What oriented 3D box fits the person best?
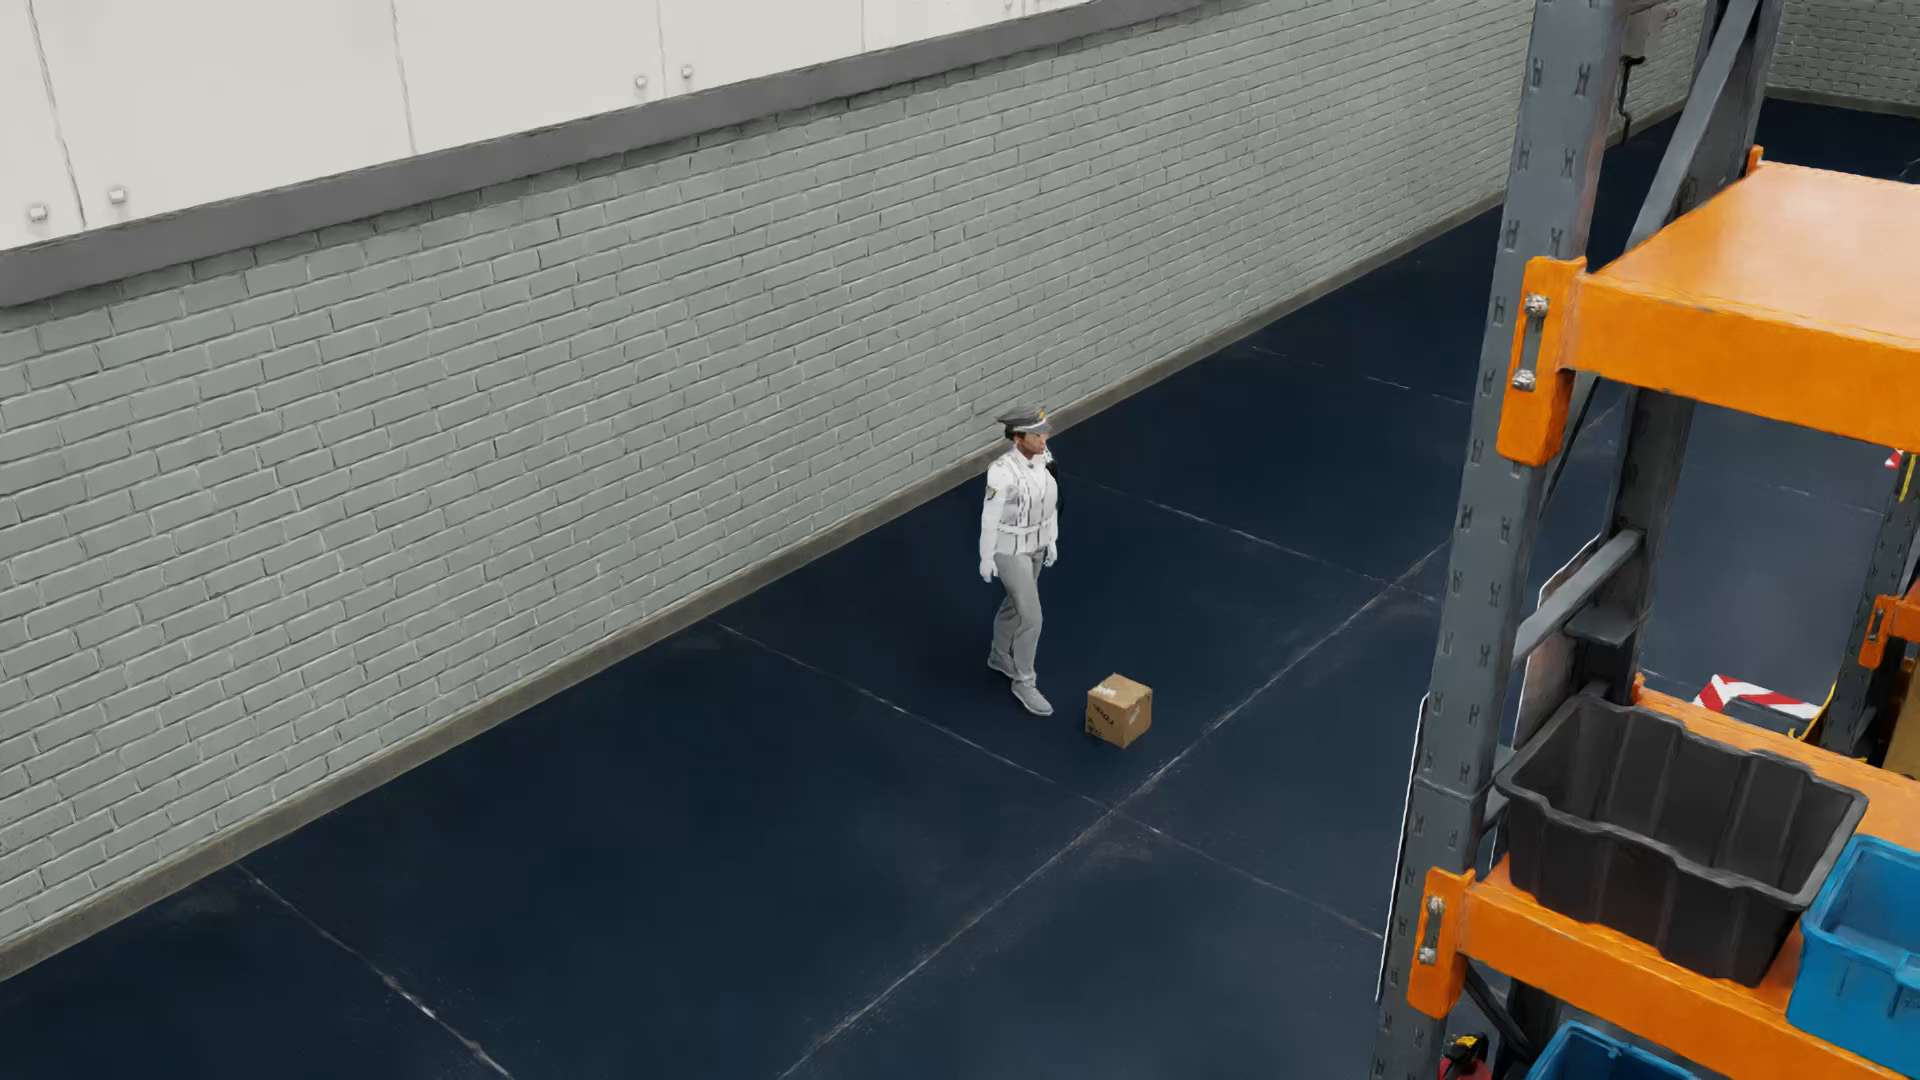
[{"bbox_3d":[0.374,0.057,8.871,0.570,1.682,0.458,20,34,34],"label":"person"}]
